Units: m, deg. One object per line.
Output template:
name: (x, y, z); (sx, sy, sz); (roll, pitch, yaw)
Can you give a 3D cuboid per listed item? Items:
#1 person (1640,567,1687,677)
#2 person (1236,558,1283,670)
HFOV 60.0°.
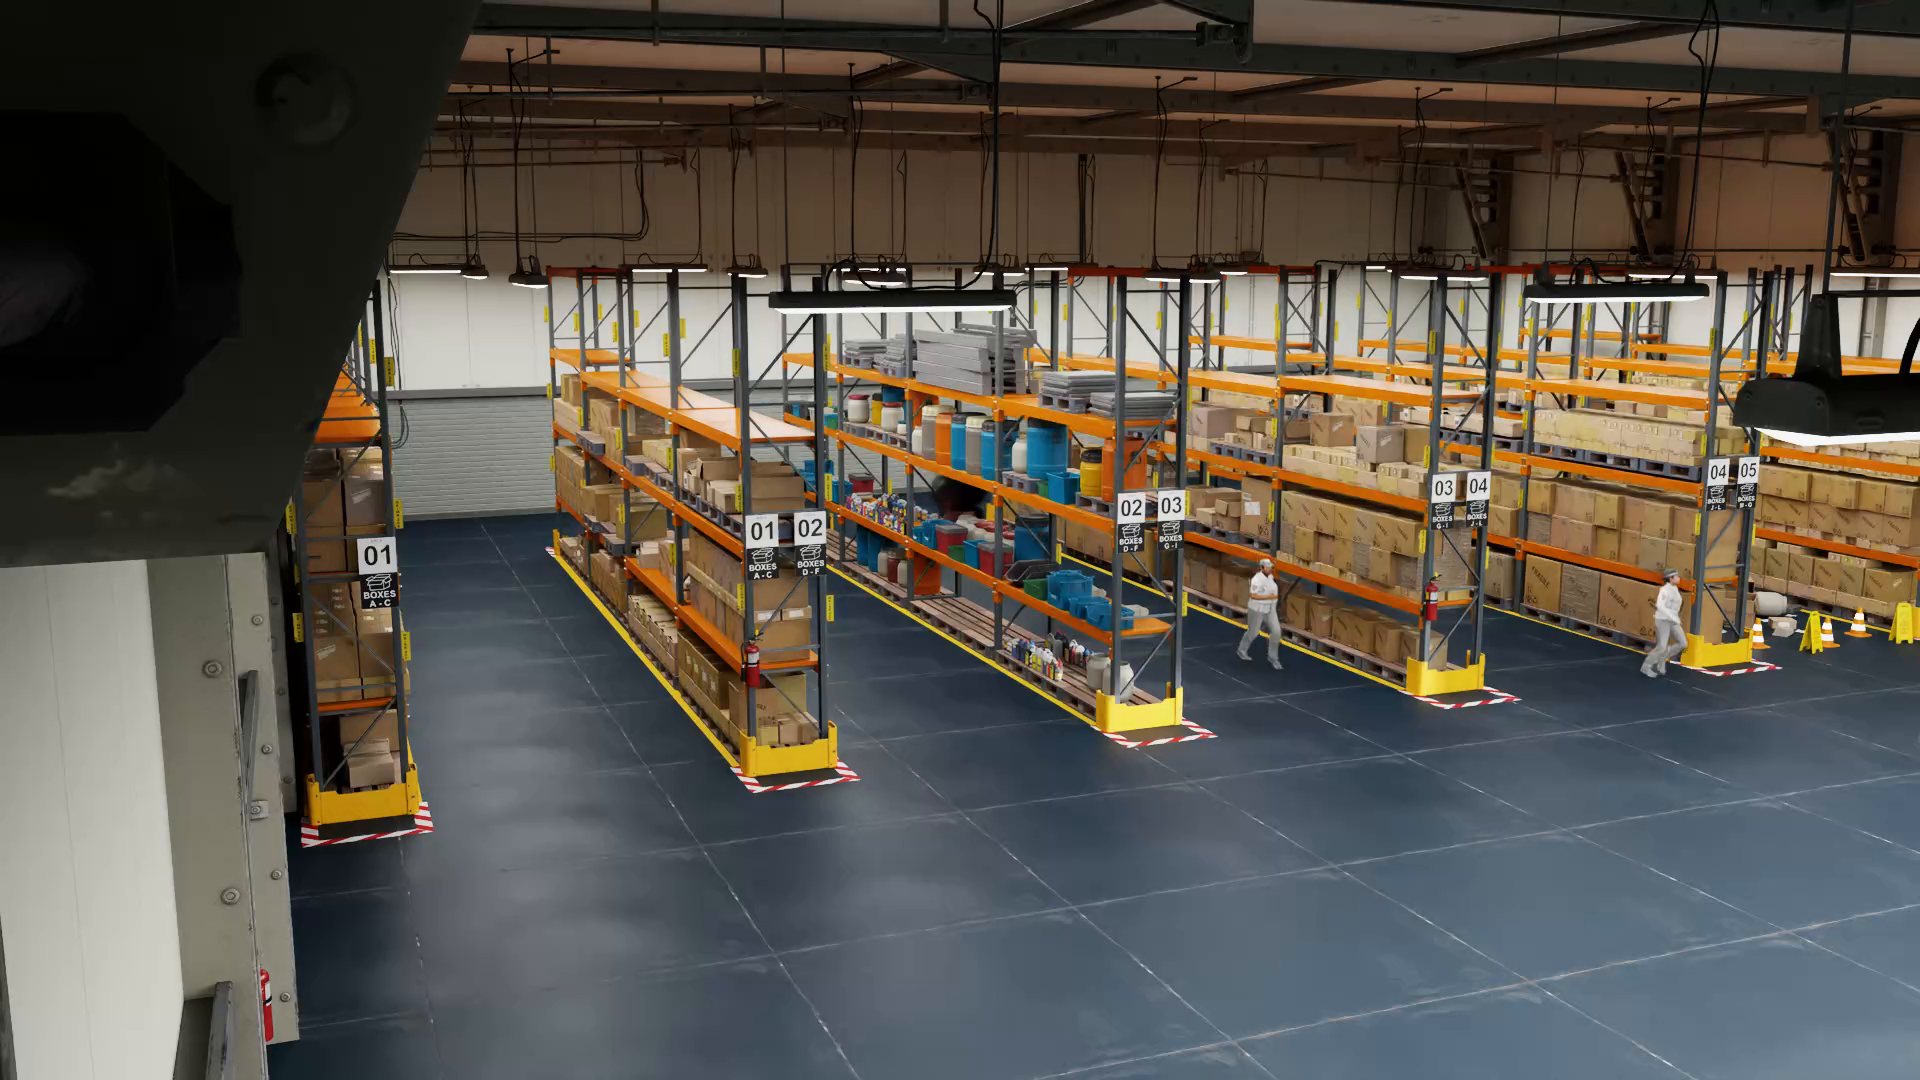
person: (10.611, 1.220, 24.905); (0.610, 1.637, 0.564); (-9, 14, -43)
person: (4.617, 1.114, 25.489); (0.550, 1.715, 0.821); (-6, 12, -33)
